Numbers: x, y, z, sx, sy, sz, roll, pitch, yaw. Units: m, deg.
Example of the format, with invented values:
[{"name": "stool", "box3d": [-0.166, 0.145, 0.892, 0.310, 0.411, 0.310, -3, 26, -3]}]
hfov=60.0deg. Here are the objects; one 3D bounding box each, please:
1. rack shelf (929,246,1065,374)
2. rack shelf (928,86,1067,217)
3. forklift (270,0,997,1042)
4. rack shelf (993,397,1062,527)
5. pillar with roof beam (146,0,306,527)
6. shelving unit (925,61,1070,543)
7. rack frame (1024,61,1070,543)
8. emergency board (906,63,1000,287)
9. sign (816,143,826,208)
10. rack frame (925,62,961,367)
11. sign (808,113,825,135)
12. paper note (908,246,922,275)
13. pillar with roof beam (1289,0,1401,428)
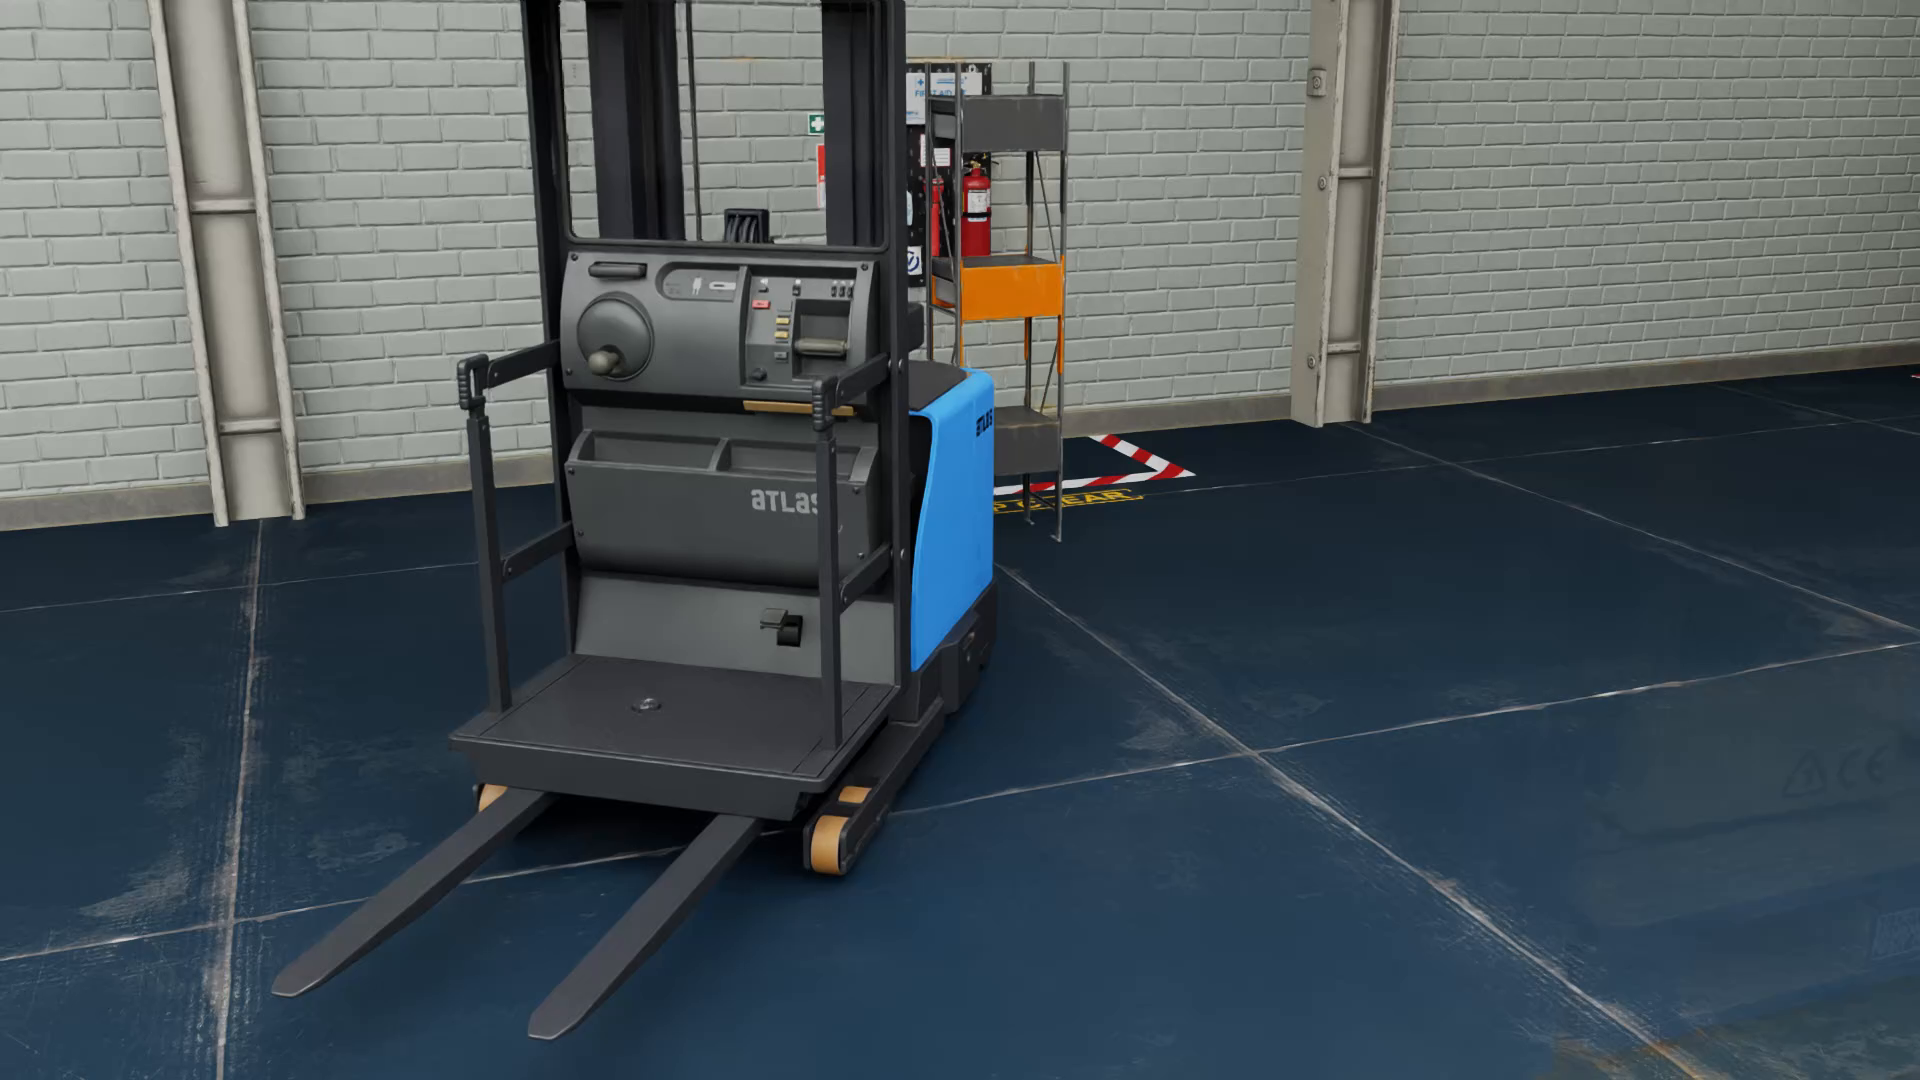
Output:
[{"name": "rack shelf", "box3d": [0.155, -1.011, 7.363, 0.480, 0.518, 0.431, -6, 17, -20]}, {"name": "rack shelf", "box3d": [0.155, -1.683, 7.166, 0.480, 0.518, 0.431, -6, 17, -20]}, {"name": "forklift", "box3d": [-0.747, -0.618, 4.500, 1.130, 2.935, 3.031, 4, 17, 15]}, {"name": "rack shelf", "box3d": [0.155, -0.339, 7.560, 0.480, 0.518, 0.431, -6, 17, -20]}, {"name": "pillar with roof beam", "box3d": [-1.826, -3.307, 2.888, 0.400, 9.000, 9.100, -6, 17, -20]}, {"name": "shelving unit", "box3d": [0.155, -1.024, 7.359, 0.503, 2.100, 0.431, -6, 17, -20]}, {"name": "rack frame", "box3d": [0.382, -1.049, 7.443, 0.015, 2.100, 0.400, -6, 17, -20]}, {"name": "emergency board", "box3d": [-0.085, -1.927, 8.836, 0.643, 1.169, 0.194, -6, 17, -20]}, {"name": "sign", "box3d": [-0.638, -1.915, 8.733, 0.234, 0.329, 0.001, -6, 17, -20]}, {"name": "rack frame", "box3d": [-0.073, -1.000, 7.275, 0.015, 2.100, 0.400, -6, 17, -20]}, {"name": "sign", "box3d": [-0.631, -2.168, 8.652, 0.331, 0.109, 0.001, -6, 17, -20]}, {"name": "paper note", "box3d": [-0.275, -1.504, 8.961, 0.142, 0.148, 0.016, -6, 17, -20]}, {"name": "pillar with roof beam", "box3d": [3.777, -3.912, 4.948, 0.400, 9.000, 9.100, -6, 17, -20]}]
